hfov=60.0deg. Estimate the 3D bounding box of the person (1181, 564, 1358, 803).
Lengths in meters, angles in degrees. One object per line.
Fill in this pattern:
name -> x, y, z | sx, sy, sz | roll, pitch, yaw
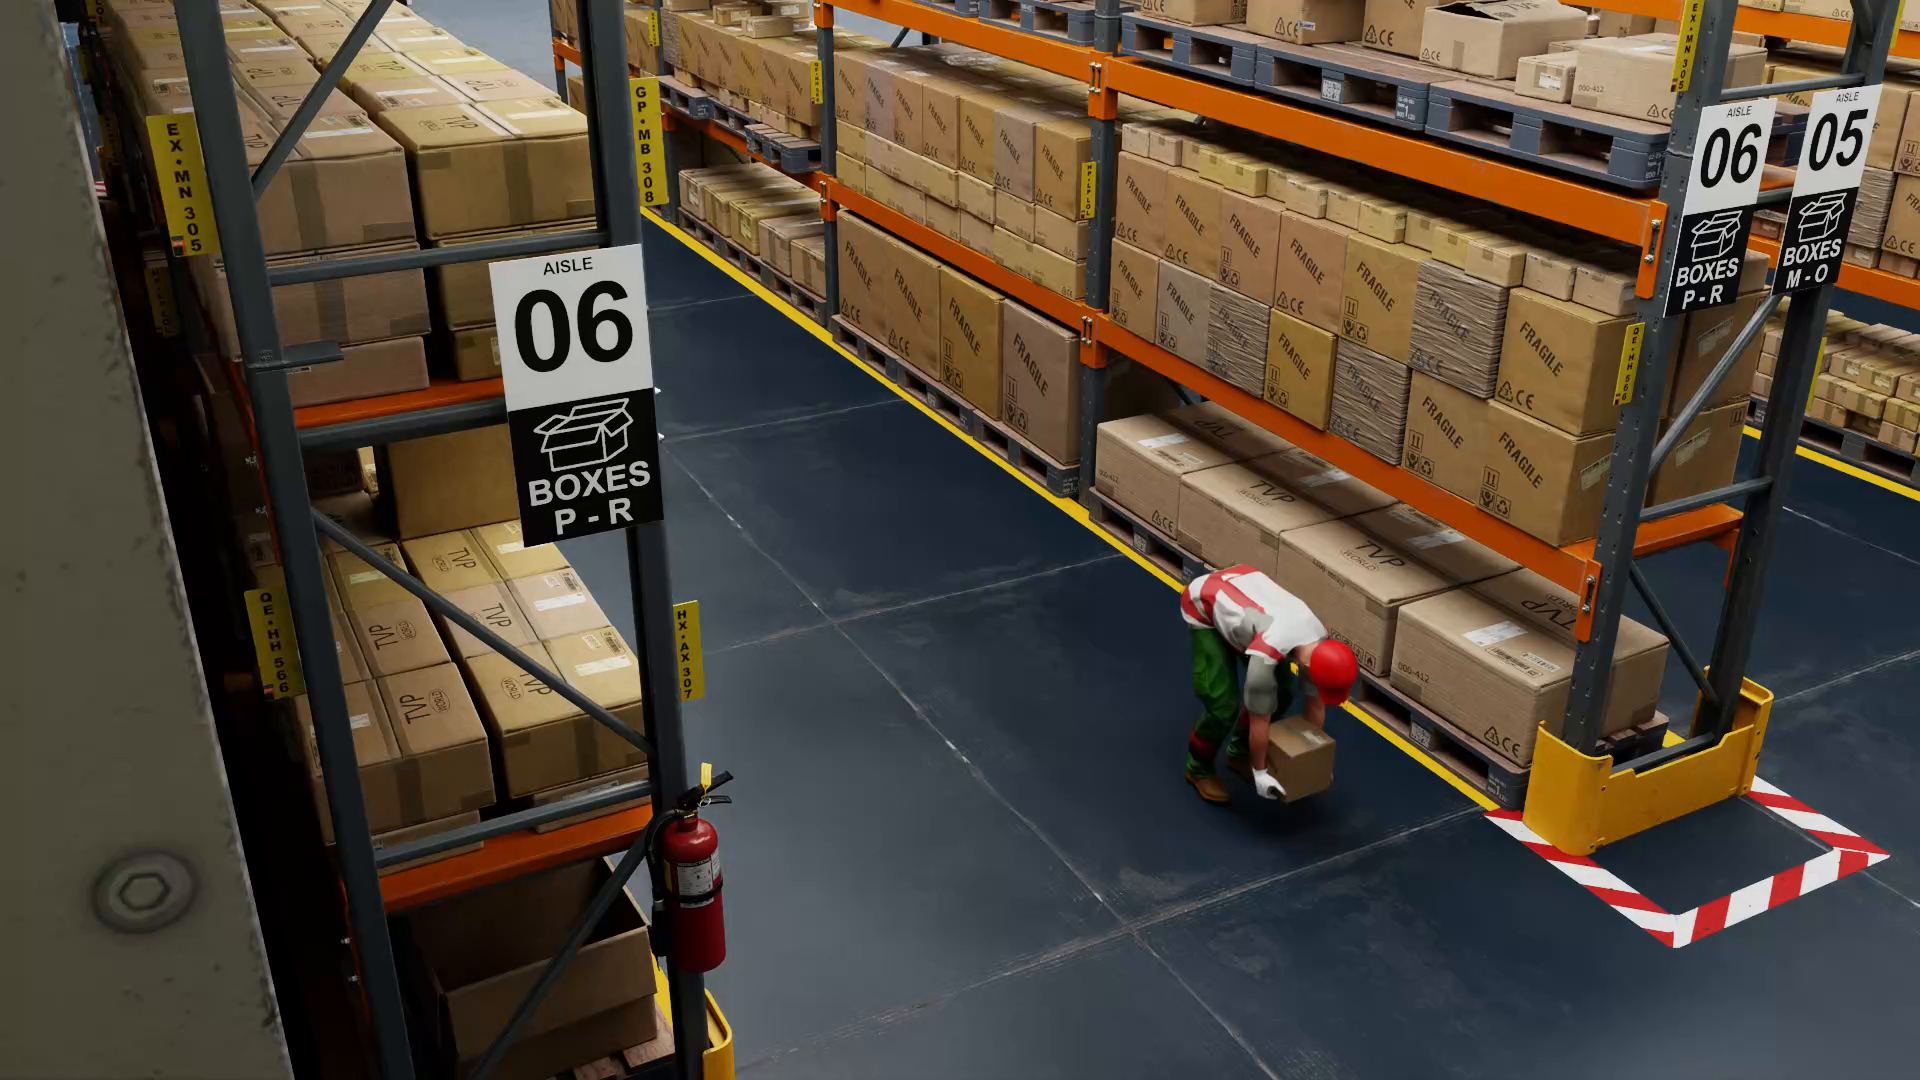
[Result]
person -> 1.368, 0.715, 7.387 | 0.511, 1.083, 0.965 | -15, 29, -29
